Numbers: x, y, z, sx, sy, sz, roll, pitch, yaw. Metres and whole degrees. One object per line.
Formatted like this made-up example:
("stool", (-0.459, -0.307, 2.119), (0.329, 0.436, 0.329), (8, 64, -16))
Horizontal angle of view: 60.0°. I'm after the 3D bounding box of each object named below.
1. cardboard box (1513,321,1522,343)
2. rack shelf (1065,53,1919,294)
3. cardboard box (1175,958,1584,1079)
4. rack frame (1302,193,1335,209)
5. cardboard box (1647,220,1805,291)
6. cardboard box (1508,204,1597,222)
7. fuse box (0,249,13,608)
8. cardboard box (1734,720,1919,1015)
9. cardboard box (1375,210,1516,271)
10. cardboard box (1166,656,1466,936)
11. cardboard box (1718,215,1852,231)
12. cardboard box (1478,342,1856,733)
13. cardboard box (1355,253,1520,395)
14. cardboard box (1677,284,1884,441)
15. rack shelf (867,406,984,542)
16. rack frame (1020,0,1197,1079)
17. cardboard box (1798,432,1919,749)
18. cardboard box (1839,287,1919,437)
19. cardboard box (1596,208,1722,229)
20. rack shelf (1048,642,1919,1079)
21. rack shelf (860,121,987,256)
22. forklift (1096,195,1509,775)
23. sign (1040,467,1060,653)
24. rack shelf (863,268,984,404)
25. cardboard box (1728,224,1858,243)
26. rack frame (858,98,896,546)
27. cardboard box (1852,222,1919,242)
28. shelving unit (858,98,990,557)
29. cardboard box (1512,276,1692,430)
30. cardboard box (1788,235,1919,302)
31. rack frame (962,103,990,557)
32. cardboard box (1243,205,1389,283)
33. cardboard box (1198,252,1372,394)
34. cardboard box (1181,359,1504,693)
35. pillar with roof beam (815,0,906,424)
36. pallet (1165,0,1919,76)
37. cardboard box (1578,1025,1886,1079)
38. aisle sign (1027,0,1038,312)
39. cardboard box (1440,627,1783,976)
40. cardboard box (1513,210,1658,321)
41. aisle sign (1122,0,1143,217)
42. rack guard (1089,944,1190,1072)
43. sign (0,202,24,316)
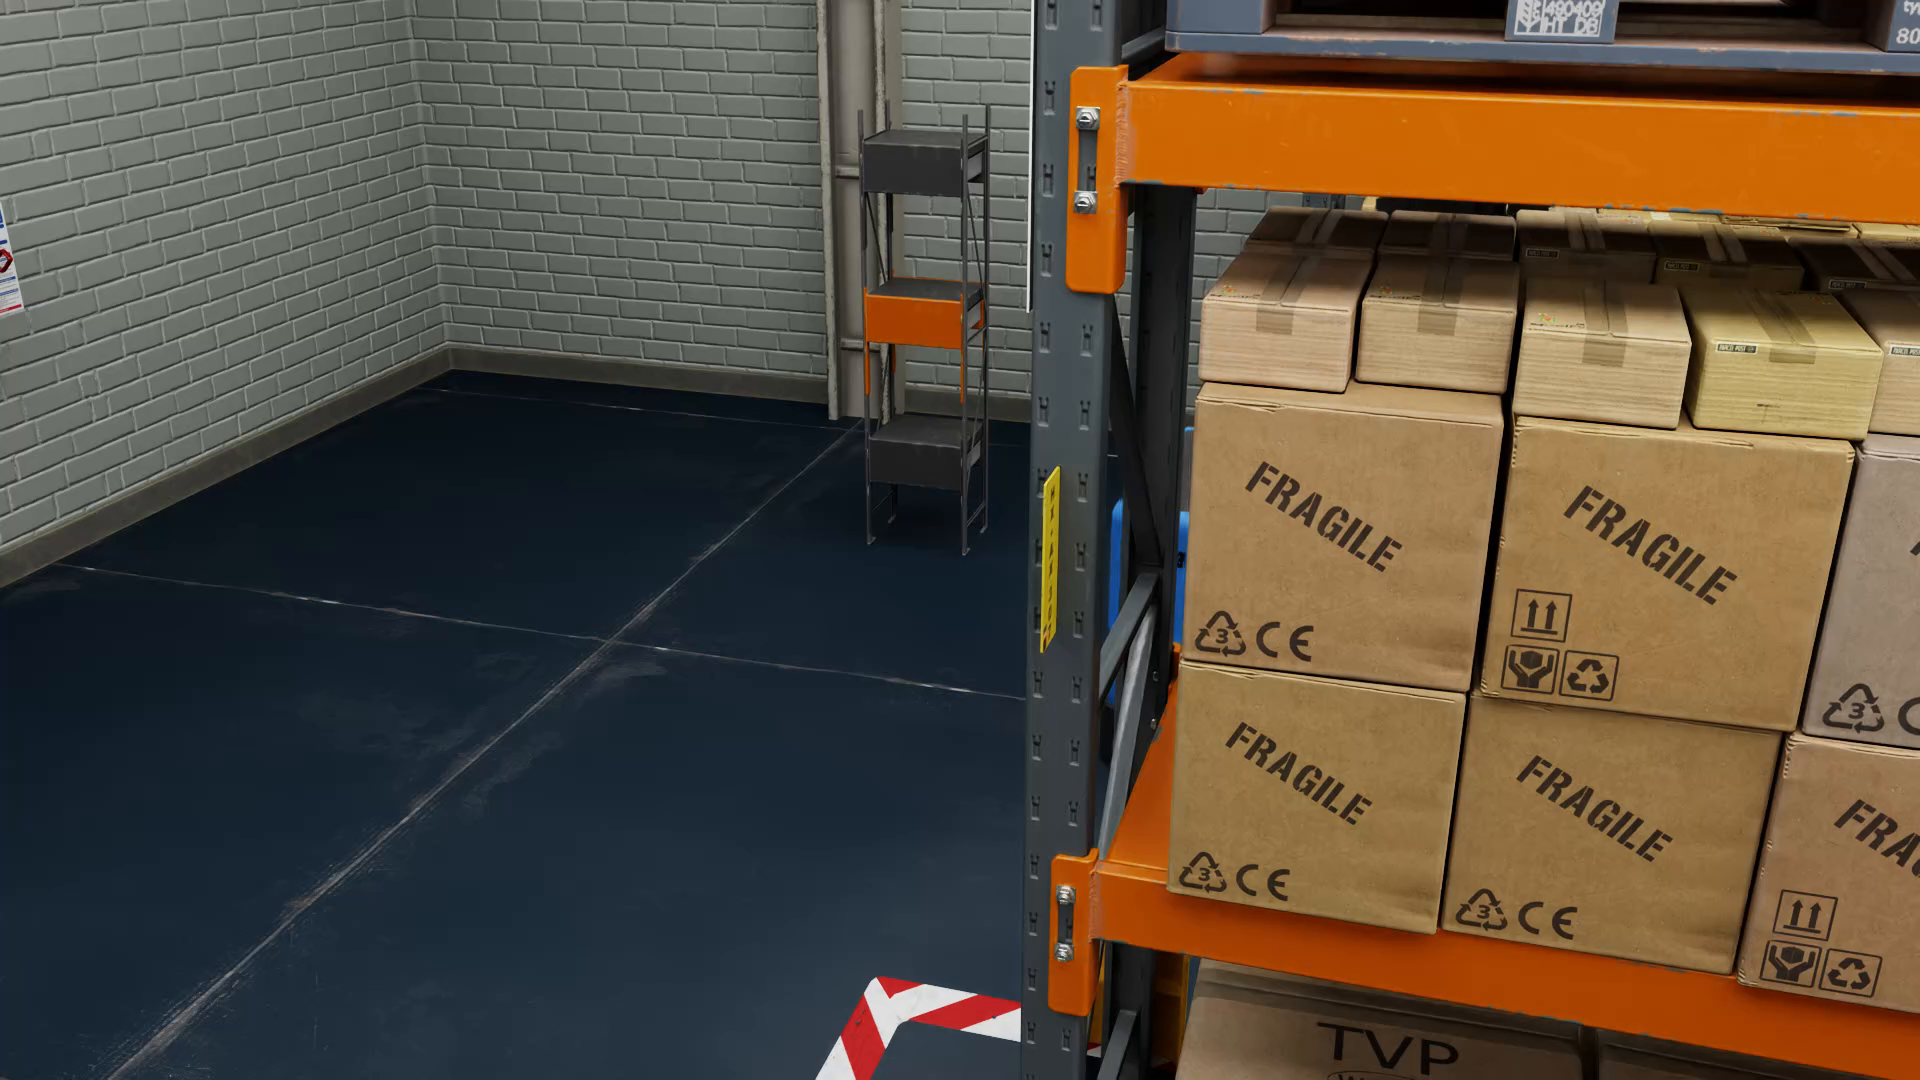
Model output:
("cardboard box", (1.367, -0.223, 3.411), (0.500, 0.500, 0.500), (7, 23, 16))
("rack shelf", (2.242, -0.563, 2.685), (4.000, 0.370, 1.077), (7, 23, 16))
("cardboard box", (0.988, 1.300, 3.970), (0.875, 0.438, 0.875), (6, 23, 14))
("rack frame", (1.758, -1.531, 8.049), (0.127, 3.000, 1.000), (7, 23, 16))
("cardboard box", (1.480, -0.510, 3.257), (0.250, 0.149, 0.380), (7, 23, 17))
("cardboard box", (2.597, -1.396, 7.527), (0.500, 0.250, 0.500), (7, 23, 16))
("fuse box", (-4.331, -0.488, 7.204), (0.414, 1.711, 0.539), (7, 23, 16))
("cardboard box", (1.678, 0.491, 2.988), (0.500, 0.500, 0.500), (6, 23, 15))
("cardboard box", (0.979, -0.550, 3.355), (0.250, 0.149, 0.380), (7, 23, 16))
("cardboard box", (0.704, 0.384, 3.250), (0.500, 0.500, 0.500), (6, 23, 15))
("cardboard box", (3.551, -1.634, 7.119), (0.500, 0.500, 0.500), (7, 23, 17))
("cardboard box", (1.202, -0.026, 2.931), (0.500, 0.500, 0.500), (6, 23, 14))
("cardboard box", (0.859, -0.394, 2.973), (0.250, 0.149, 0.380), (7, 23, 17))
("cardboard box", (1.332, -0.301, 2.747), (0.250, 0.149, 0.380), (6, 23, 14))
("rack shelf", (-0.158, -0.329, 8.187), (0.480, 0.518, 0.431), (7, 23, 16))
("rack frame", (0.328, 0.273, 3.652), (0.127, 3.000, 1.000), (7, 23, 16))
("cardboard box", (1.697, 0.028, 2.800), (0.500, 0.500, 0.500), (6, 23, 15))
("cardboard box", (1.599, -0.291, 2.724), (0.250, 0.149, 0.380), (7, 23, 16))
("cardboard box", (3.083, -1.342, 7.394), (0.500, 0.250, 0.500), (6, 23, 14))
("rack shelf", (2.242, 0.825, 3.254), (4.000, 0.370, 1.077), (7, 23, 16))
("rack shelf", (-0.158, -1.625, 7.655), (0.480, 0.518, 0.431), (7, 23, 16))
("forklift", (1.970, -0.484, 5.589), (3.031, 2.935, 1.130), (7, 23, 17))
("sign", (0.162, 0.037, 2.982), (0.005, 0.325, 0.100), (7, 23, 16))
("rack shelf", (-0.158, -0.977, 7.921), (0.480, 0.518, 0.431), (7, 23, 16))
("cardboard box", (3.579, -1.293, 7.277), (0.500, 0.250, 0.500), (6, 23, 14))
("rack frame", (-0.392, -1.016, 7.981), (0.015, 2.100, 0.400), (7, 23, 16))
("cardboard box", (4.072, -1.237, 7.138), (0.500, 0.250, 0.500), (6, 23, 15))
("shelving unit", (-0.158, -0.990, 7.916), (0.503, 2.100, 0.431), (7, 23, 16))
("cardboard box", (1.075, -0.323, 2.802), (0.250, 0.149, 0.380), (7, 23, 17))
("cardboard box", (1.710, -0.456, 3.124), (0.250, 0.149, 0.380), (6, 23, 15))
("rack frame", (0.075, -0.963, 7.851), (0.015, 2.100, 0.400), (7, 23, 16))
("cardboard box", (0.729, -0.569, 3.401), (0.250, 0.149, 0.380), (7, 23, 16))
("cardboard box", (0.588, -0.396, 2.980), (0.250, 0.149, 0.380), (7, 23, 17))
("cardboard box", (0.705, -0.080, 3.062), (0.500, 0.500, 0.500), (6, 23, 14))
("pillar with roof beam", (-1.807, -3.365, 4.617), (0.400, 9.000, 9.100), (7, 23, 16))
("pallet", (1.041, -0.996, 2.910), (1.213, 0.211, 1.003), (7, 23, 15))
("cardboard box", (1.867, 1.397, 3.733), (0.875, 0.438, 0.875), (7, 23, 17))
("aisle sign", (0.175, -0.832, 2.921), (0.004, 0.787, 0.394), (7, 23, 16))
("cardboard box", (1.197, 0.429, 3.140), (0.500, 0.500, 0.500), (6, 23, 15))
("cardboard box", (1.251, -0.552, 3.360), (0.250, 0.149, 0.380), (6, 23, 15))
("aisle sign", (0.348, -1.050, 3.452), (0.004, 0.787, 0.394), (7, 23, 16))
("rack guard", (0.305, 1.427, 4.133), (0.348, 0.500, 1.175), (7, 23, 16))
("sign", (-4.386, -1.242, 7.471), (0.001, 0.494, 0.329), (7, 23, 16))
